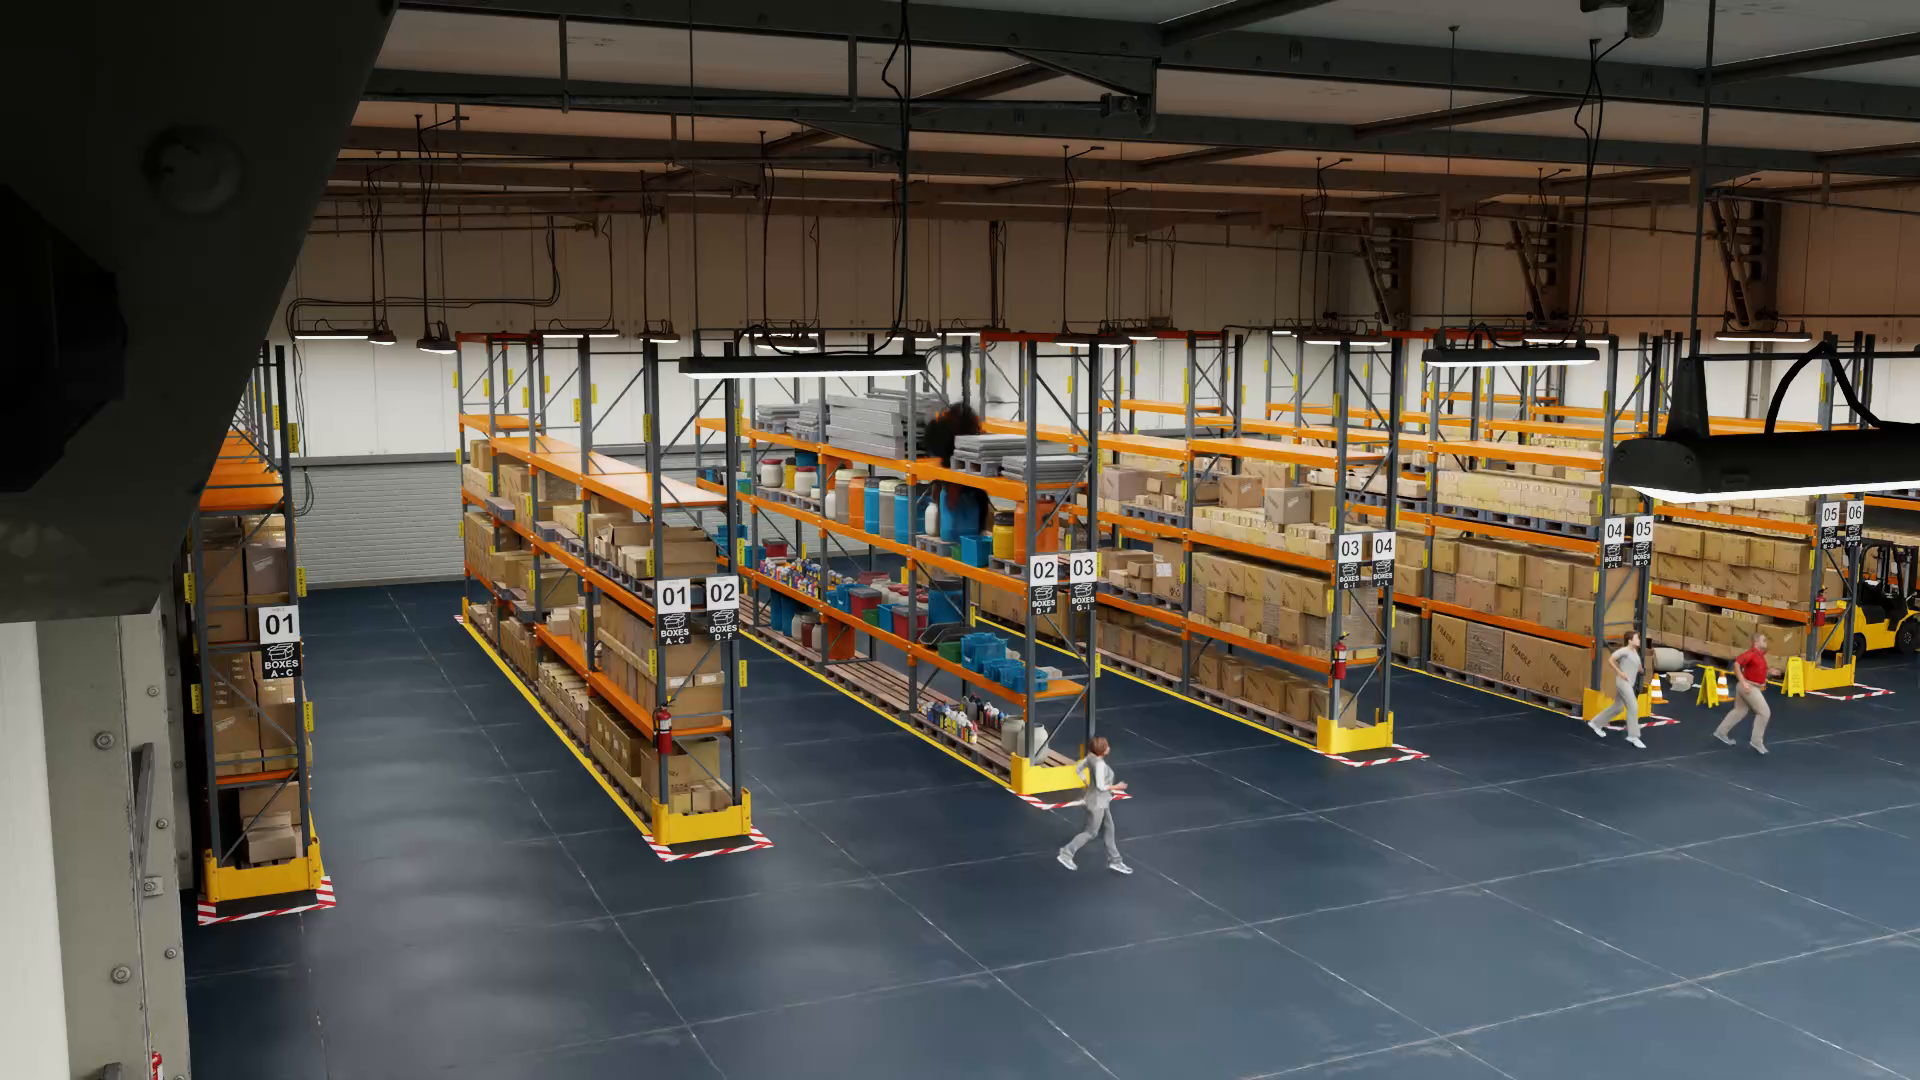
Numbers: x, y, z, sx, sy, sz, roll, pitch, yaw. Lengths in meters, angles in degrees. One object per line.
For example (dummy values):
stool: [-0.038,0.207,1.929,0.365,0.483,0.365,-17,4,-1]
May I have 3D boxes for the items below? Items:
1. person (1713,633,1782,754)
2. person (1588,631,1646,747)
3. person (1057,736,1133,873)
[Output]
person: [11.516,2.226,24.310,0.855,1.777,0.624,4,9,26]
person: [9.912,2.181,24.846,0.884,1.693,0.576,6,10,40]
person: [1.531,3.002,18.764,0.868,1.606,0.541,0,8,0]
